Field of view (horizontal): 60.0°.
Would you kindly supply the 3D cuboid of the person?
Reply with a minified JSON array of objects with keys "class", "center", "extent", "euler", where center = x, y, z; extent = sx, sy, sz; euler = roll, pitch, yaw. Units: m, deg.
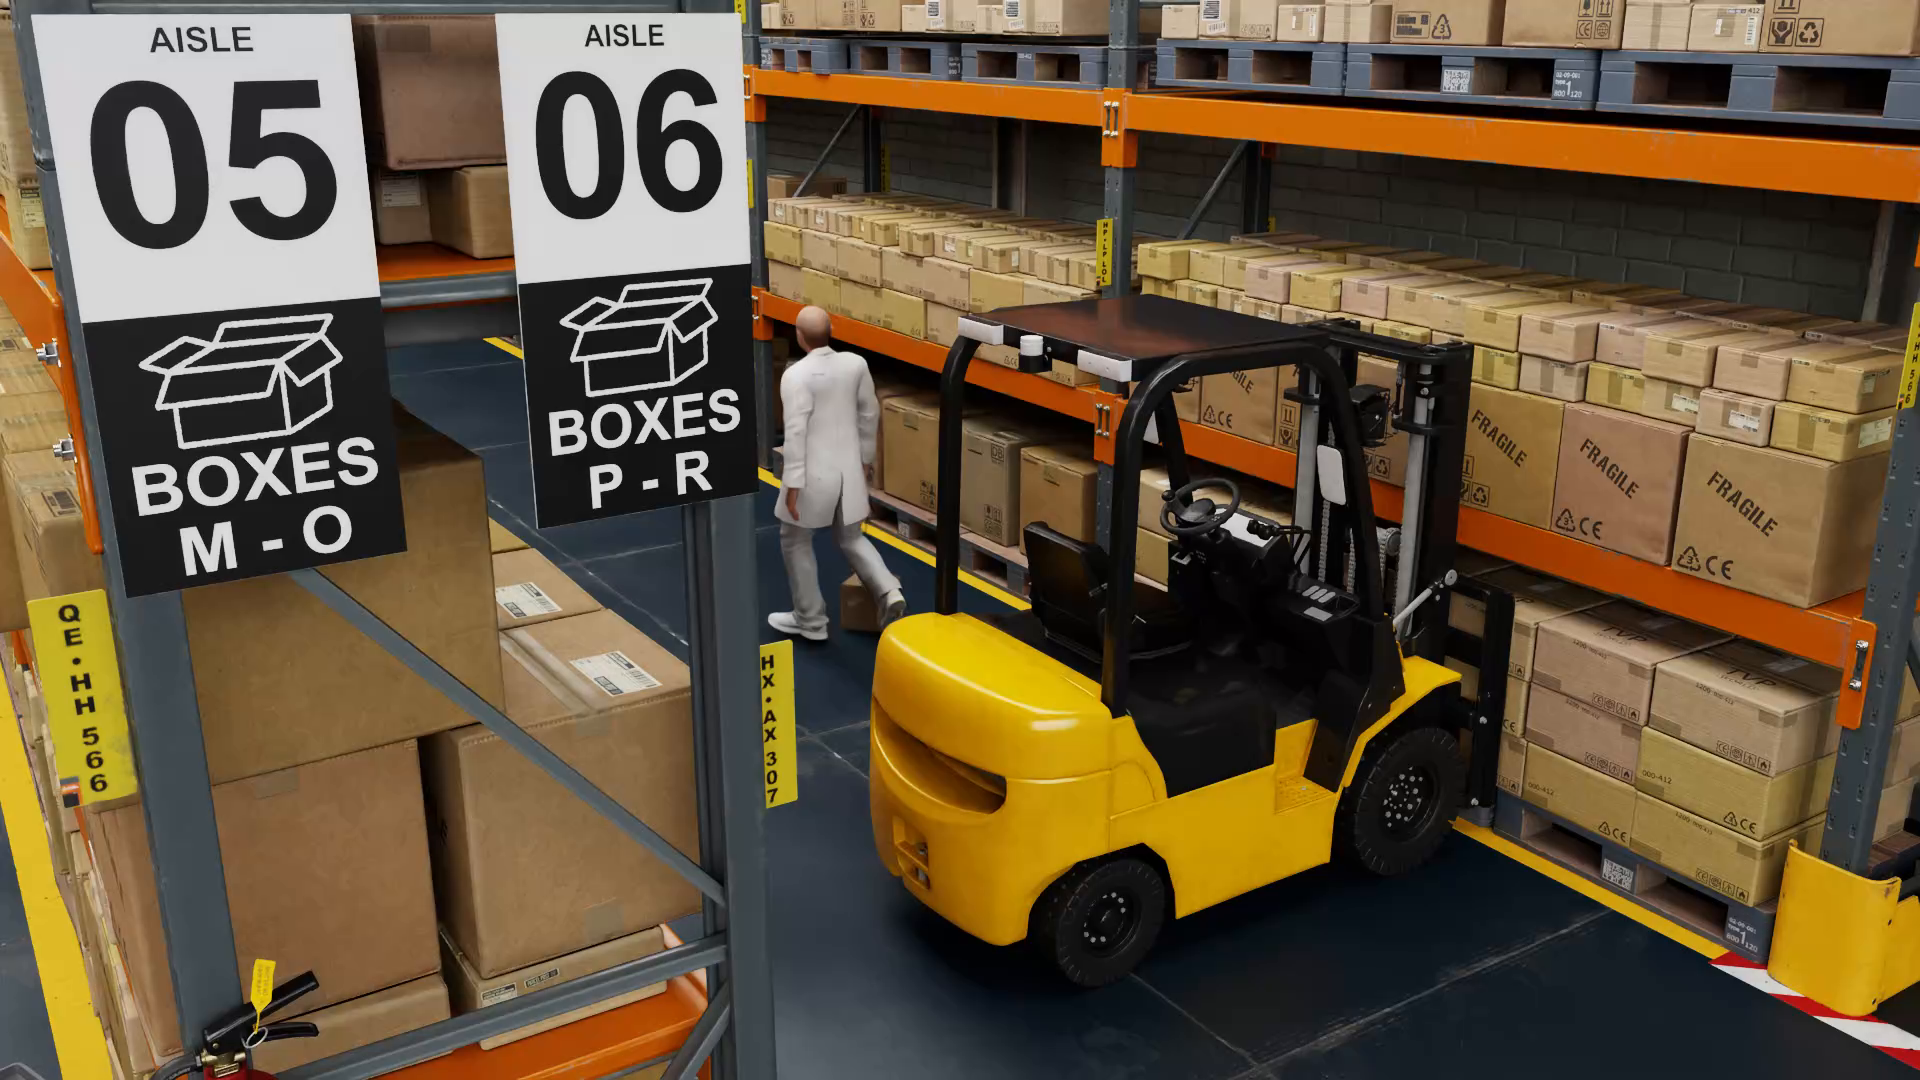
[{"class":"person","center":[-0.611,-0.315,8.527],"extent":[0.652,1.751,0.771],"euler":[-14,23,-38]}]
